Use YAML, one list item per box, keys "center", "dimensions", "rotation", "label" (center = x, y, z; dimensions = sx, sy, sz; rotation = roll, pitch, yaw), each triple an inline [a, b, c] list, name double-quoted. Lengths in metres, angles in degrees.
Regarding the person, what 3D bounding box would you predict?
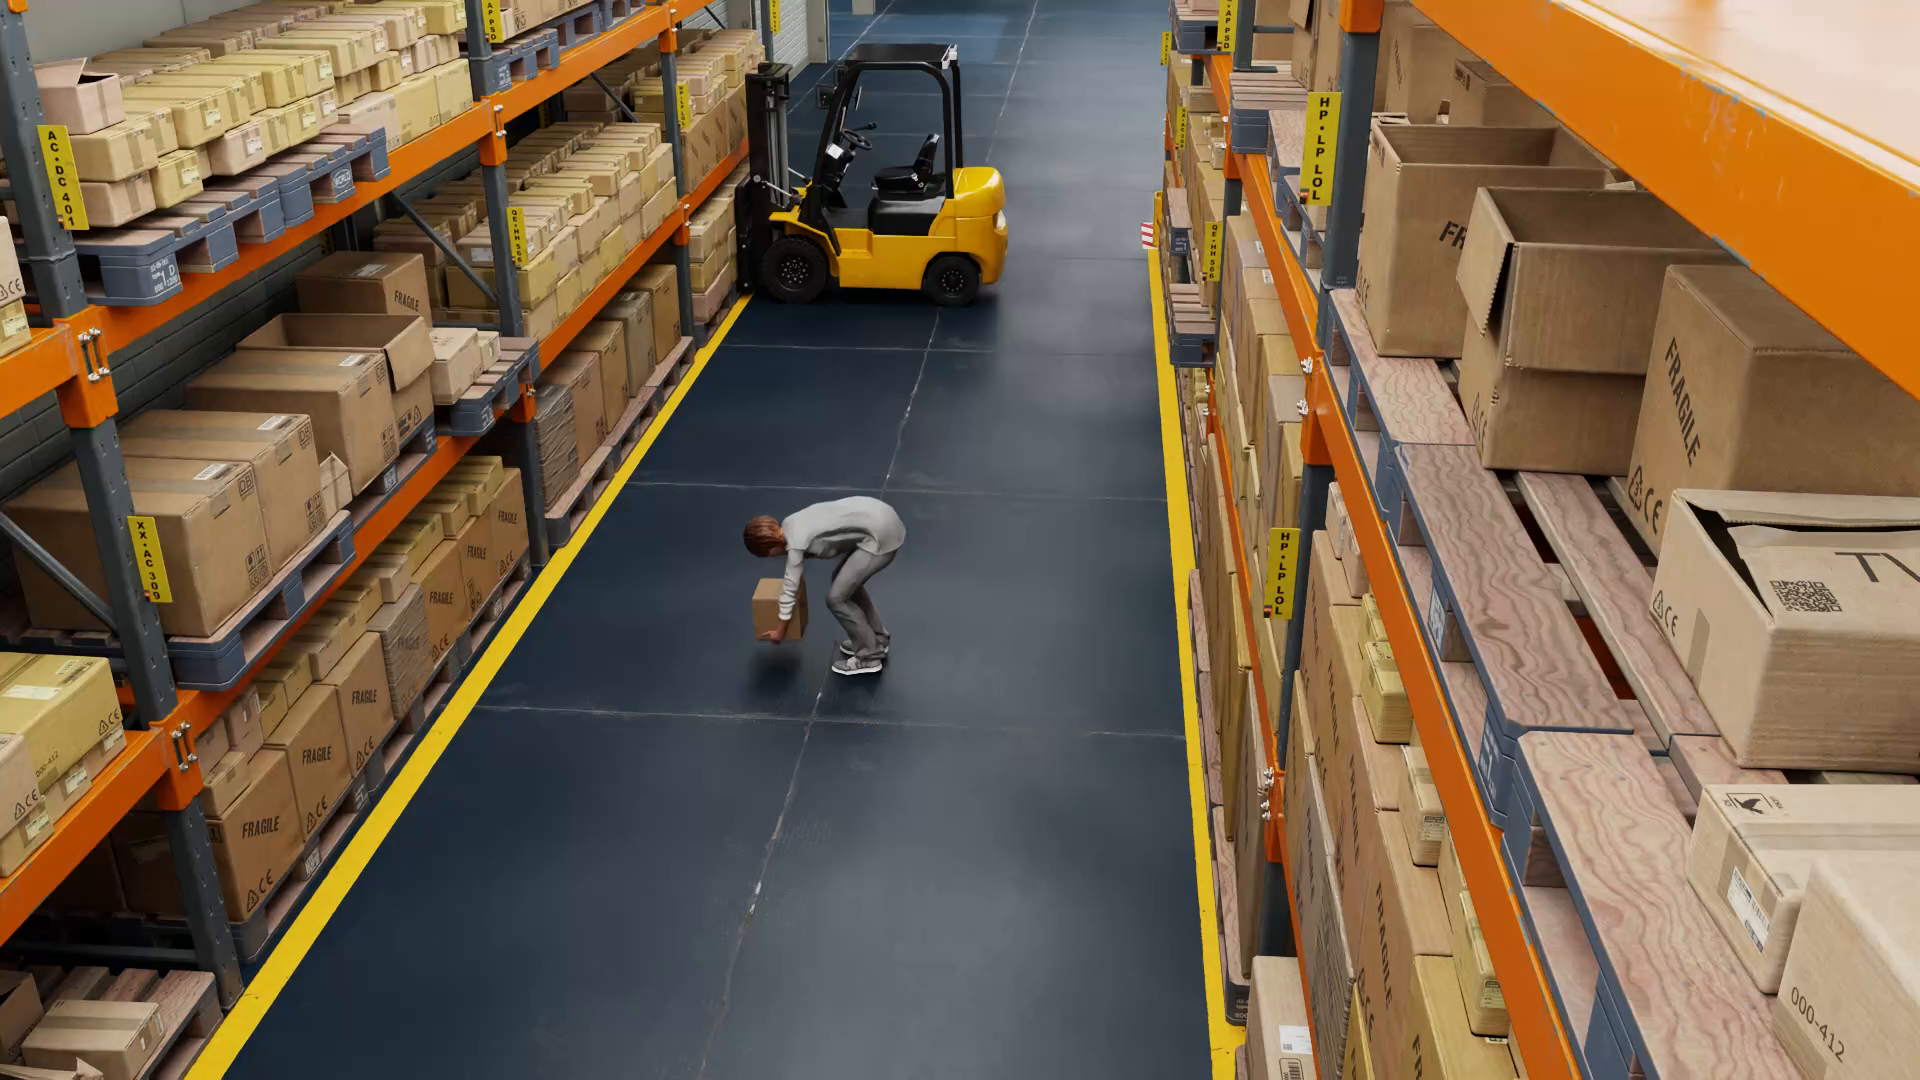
- center: [-0.717, 0.228, 8.885]
  dimensions: [0.868, 0.959, 0.408]
  rotation: [1, 25, 2]
  label: "person"
